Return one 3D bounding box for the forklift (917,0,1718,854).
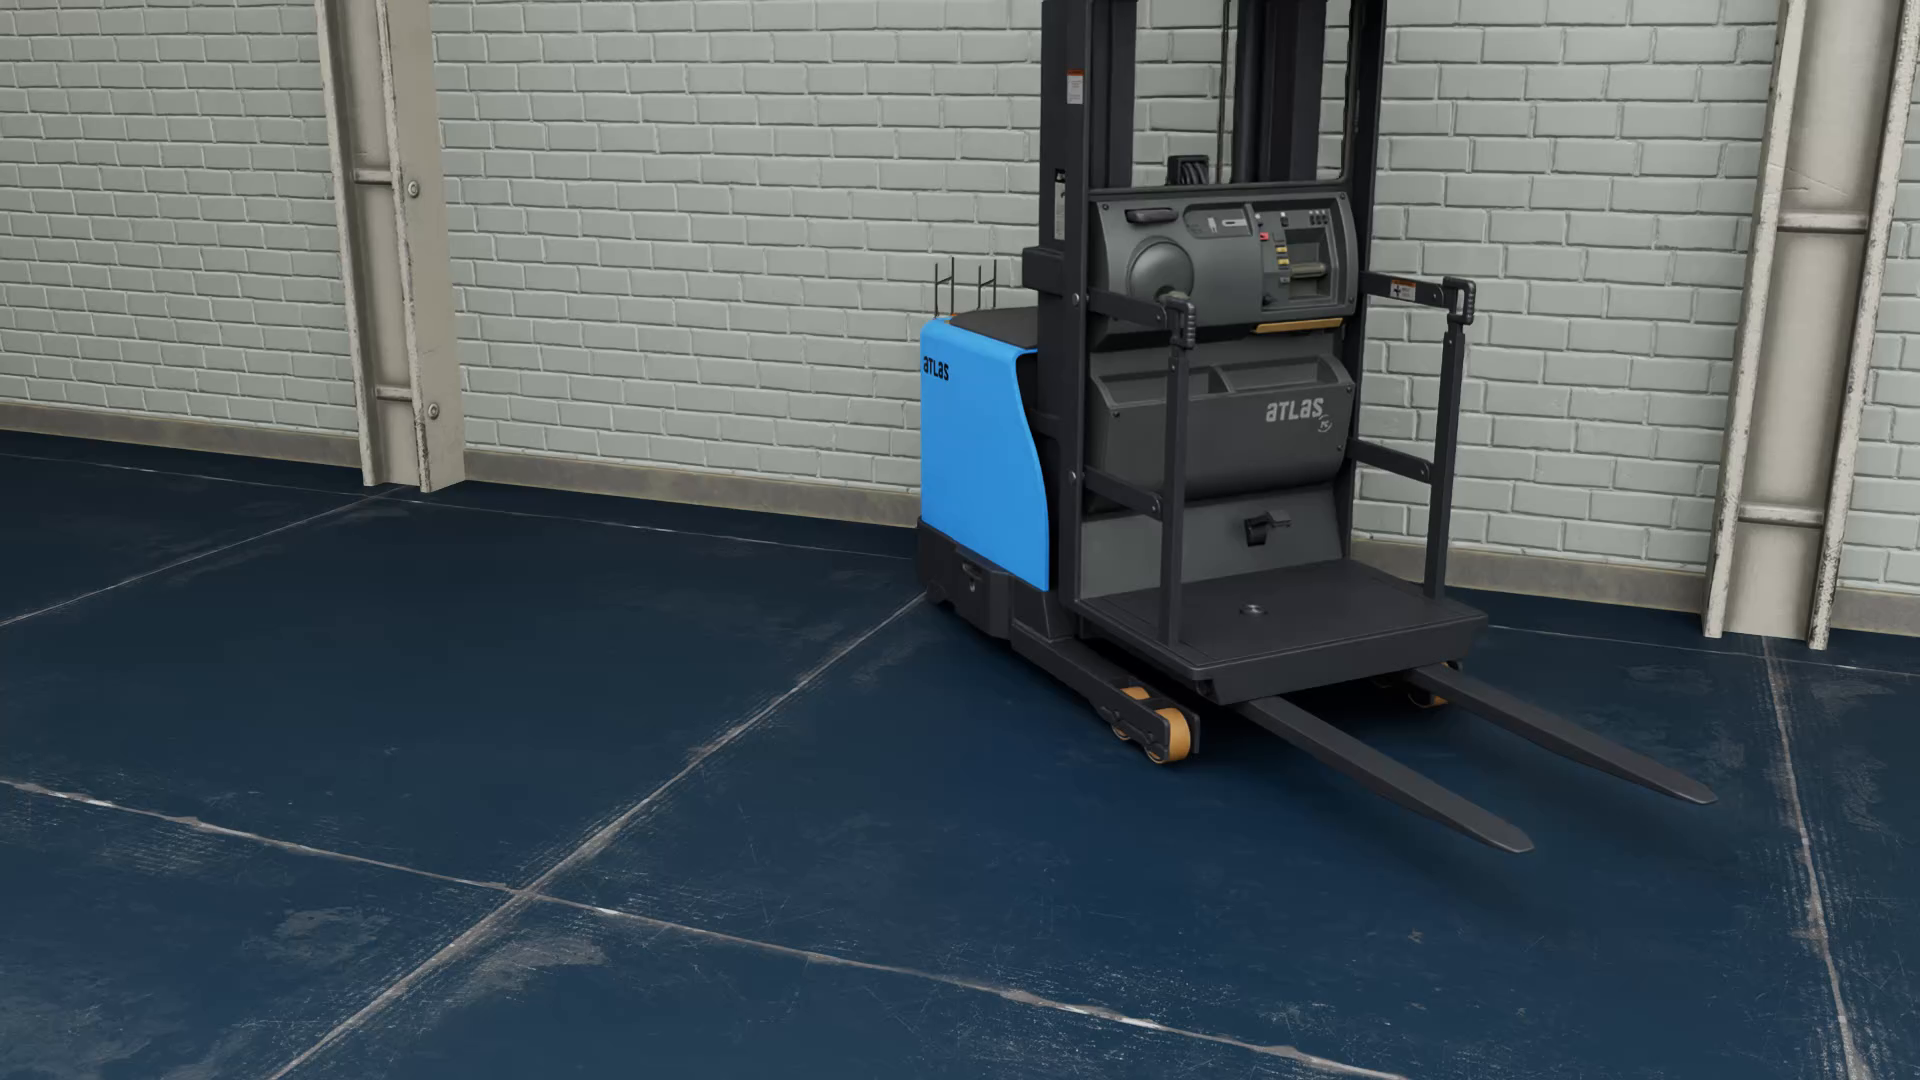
[{"bbox_3d":[0.934,-0.887,4.970,1.130,2.935,3.031,-8,18,-25],"label":"forklift"}]

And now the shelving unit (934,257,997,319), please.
[{"bbox_3d":[0.017,-0.559,6.940,0.189,1.200,0.258,6,17,17],"label":"shelving unit"}]

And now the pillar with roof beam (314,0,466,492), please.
[{"bbox_3d":[-4.246,-3.492,3.061,0.400,9.000,9.100,6,17,21],"label":"pillar with roof beam"}]

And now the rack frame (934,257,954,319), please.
[{"bbox_3d":[-0.071,-0.568,6.966,0.006,1.200,0.240,6,17,17],"label":"rack frame"}]

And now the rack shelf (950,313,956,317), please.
[{"bbox_3d":[0.021,-0.861,6.849,0.180,0.103,0.258,6,17,17],"label":"rack shelf"}]

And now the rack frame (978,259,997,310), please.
[{"bbox_3d":[0.104,-0.550,6.914,0.006,1.200,0.240,6,17,17],"label":"rack frame"}]

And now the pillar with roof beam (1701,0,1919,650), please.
[{"bbox_3d":[1.335,-2.878,0.947,0.400,9.000,9.100,6,17,21],"label":"pillar with roof beam"}]
